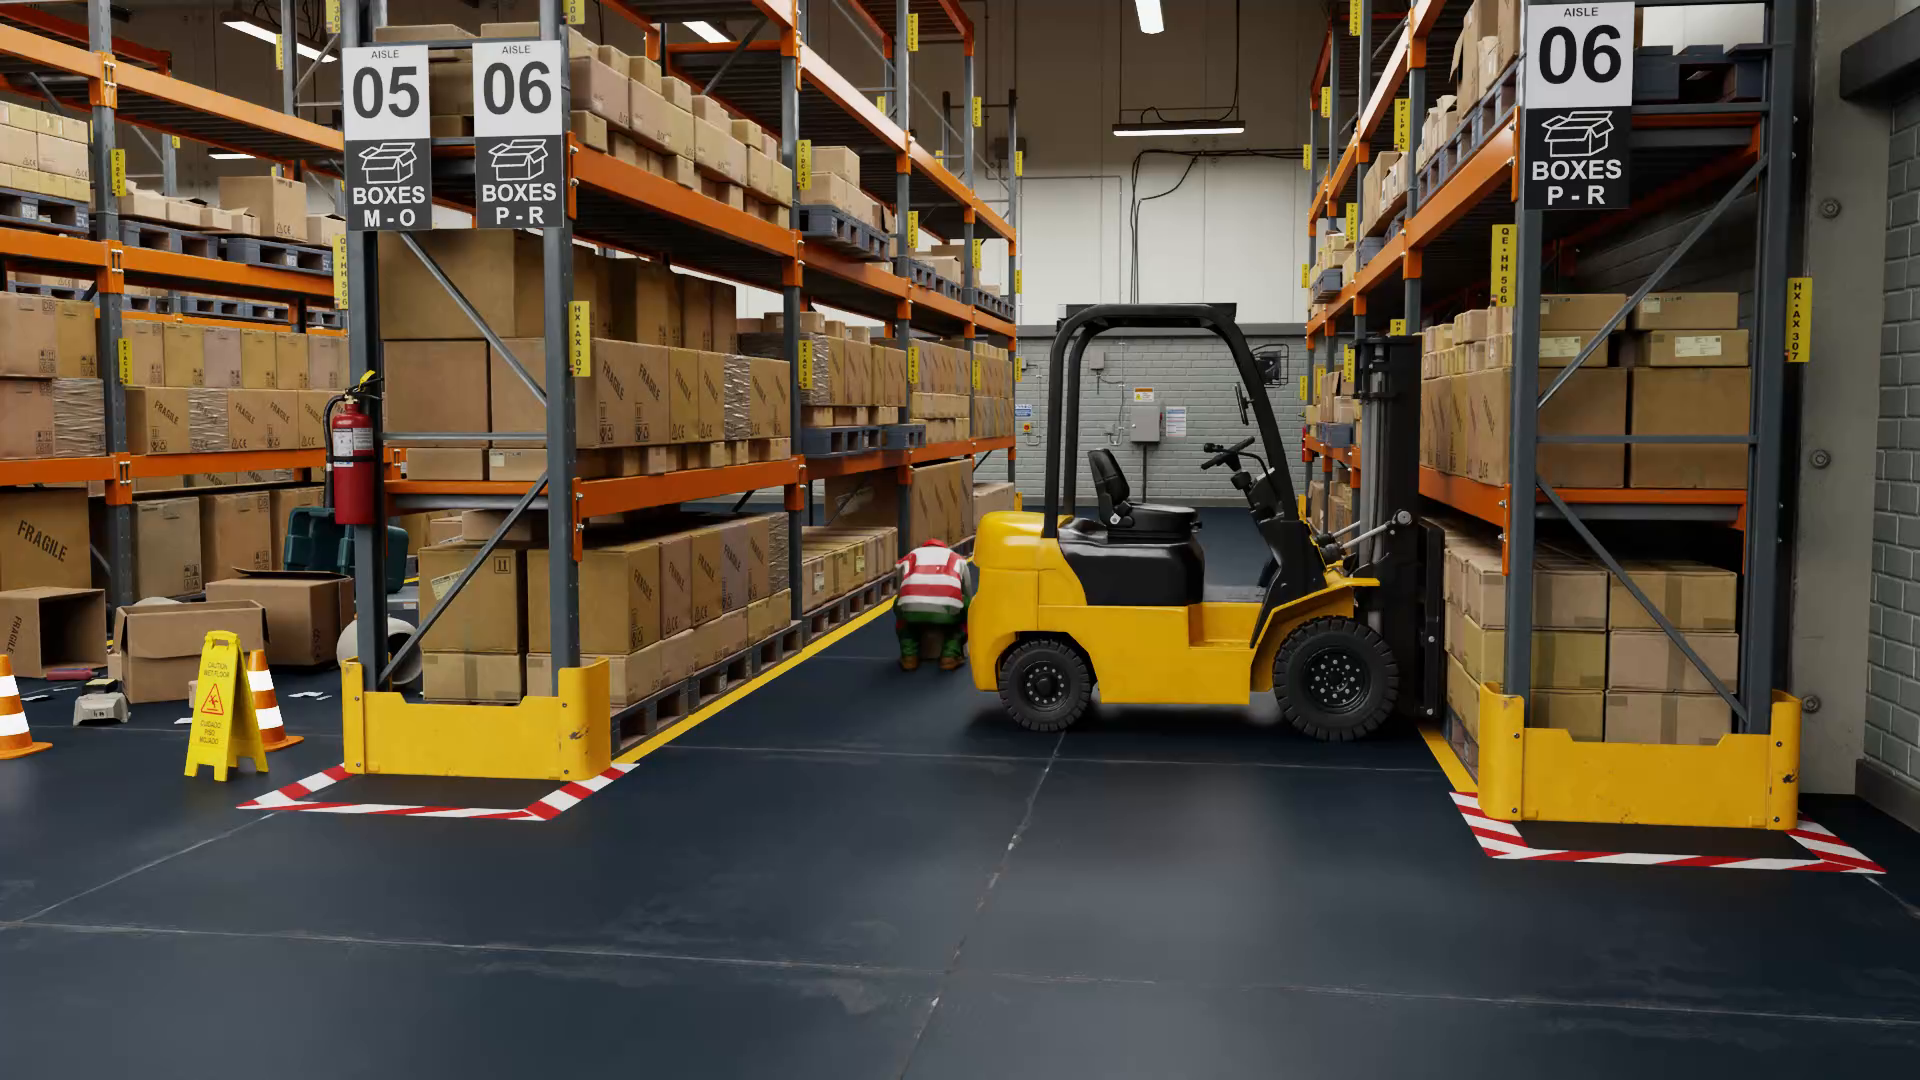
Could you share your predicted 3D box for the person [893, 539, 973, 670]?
[{"bbox_3d":[-0.169,0.451,10.722,0.534,0.864,0.930,0,4,6],"label":"person"}]
